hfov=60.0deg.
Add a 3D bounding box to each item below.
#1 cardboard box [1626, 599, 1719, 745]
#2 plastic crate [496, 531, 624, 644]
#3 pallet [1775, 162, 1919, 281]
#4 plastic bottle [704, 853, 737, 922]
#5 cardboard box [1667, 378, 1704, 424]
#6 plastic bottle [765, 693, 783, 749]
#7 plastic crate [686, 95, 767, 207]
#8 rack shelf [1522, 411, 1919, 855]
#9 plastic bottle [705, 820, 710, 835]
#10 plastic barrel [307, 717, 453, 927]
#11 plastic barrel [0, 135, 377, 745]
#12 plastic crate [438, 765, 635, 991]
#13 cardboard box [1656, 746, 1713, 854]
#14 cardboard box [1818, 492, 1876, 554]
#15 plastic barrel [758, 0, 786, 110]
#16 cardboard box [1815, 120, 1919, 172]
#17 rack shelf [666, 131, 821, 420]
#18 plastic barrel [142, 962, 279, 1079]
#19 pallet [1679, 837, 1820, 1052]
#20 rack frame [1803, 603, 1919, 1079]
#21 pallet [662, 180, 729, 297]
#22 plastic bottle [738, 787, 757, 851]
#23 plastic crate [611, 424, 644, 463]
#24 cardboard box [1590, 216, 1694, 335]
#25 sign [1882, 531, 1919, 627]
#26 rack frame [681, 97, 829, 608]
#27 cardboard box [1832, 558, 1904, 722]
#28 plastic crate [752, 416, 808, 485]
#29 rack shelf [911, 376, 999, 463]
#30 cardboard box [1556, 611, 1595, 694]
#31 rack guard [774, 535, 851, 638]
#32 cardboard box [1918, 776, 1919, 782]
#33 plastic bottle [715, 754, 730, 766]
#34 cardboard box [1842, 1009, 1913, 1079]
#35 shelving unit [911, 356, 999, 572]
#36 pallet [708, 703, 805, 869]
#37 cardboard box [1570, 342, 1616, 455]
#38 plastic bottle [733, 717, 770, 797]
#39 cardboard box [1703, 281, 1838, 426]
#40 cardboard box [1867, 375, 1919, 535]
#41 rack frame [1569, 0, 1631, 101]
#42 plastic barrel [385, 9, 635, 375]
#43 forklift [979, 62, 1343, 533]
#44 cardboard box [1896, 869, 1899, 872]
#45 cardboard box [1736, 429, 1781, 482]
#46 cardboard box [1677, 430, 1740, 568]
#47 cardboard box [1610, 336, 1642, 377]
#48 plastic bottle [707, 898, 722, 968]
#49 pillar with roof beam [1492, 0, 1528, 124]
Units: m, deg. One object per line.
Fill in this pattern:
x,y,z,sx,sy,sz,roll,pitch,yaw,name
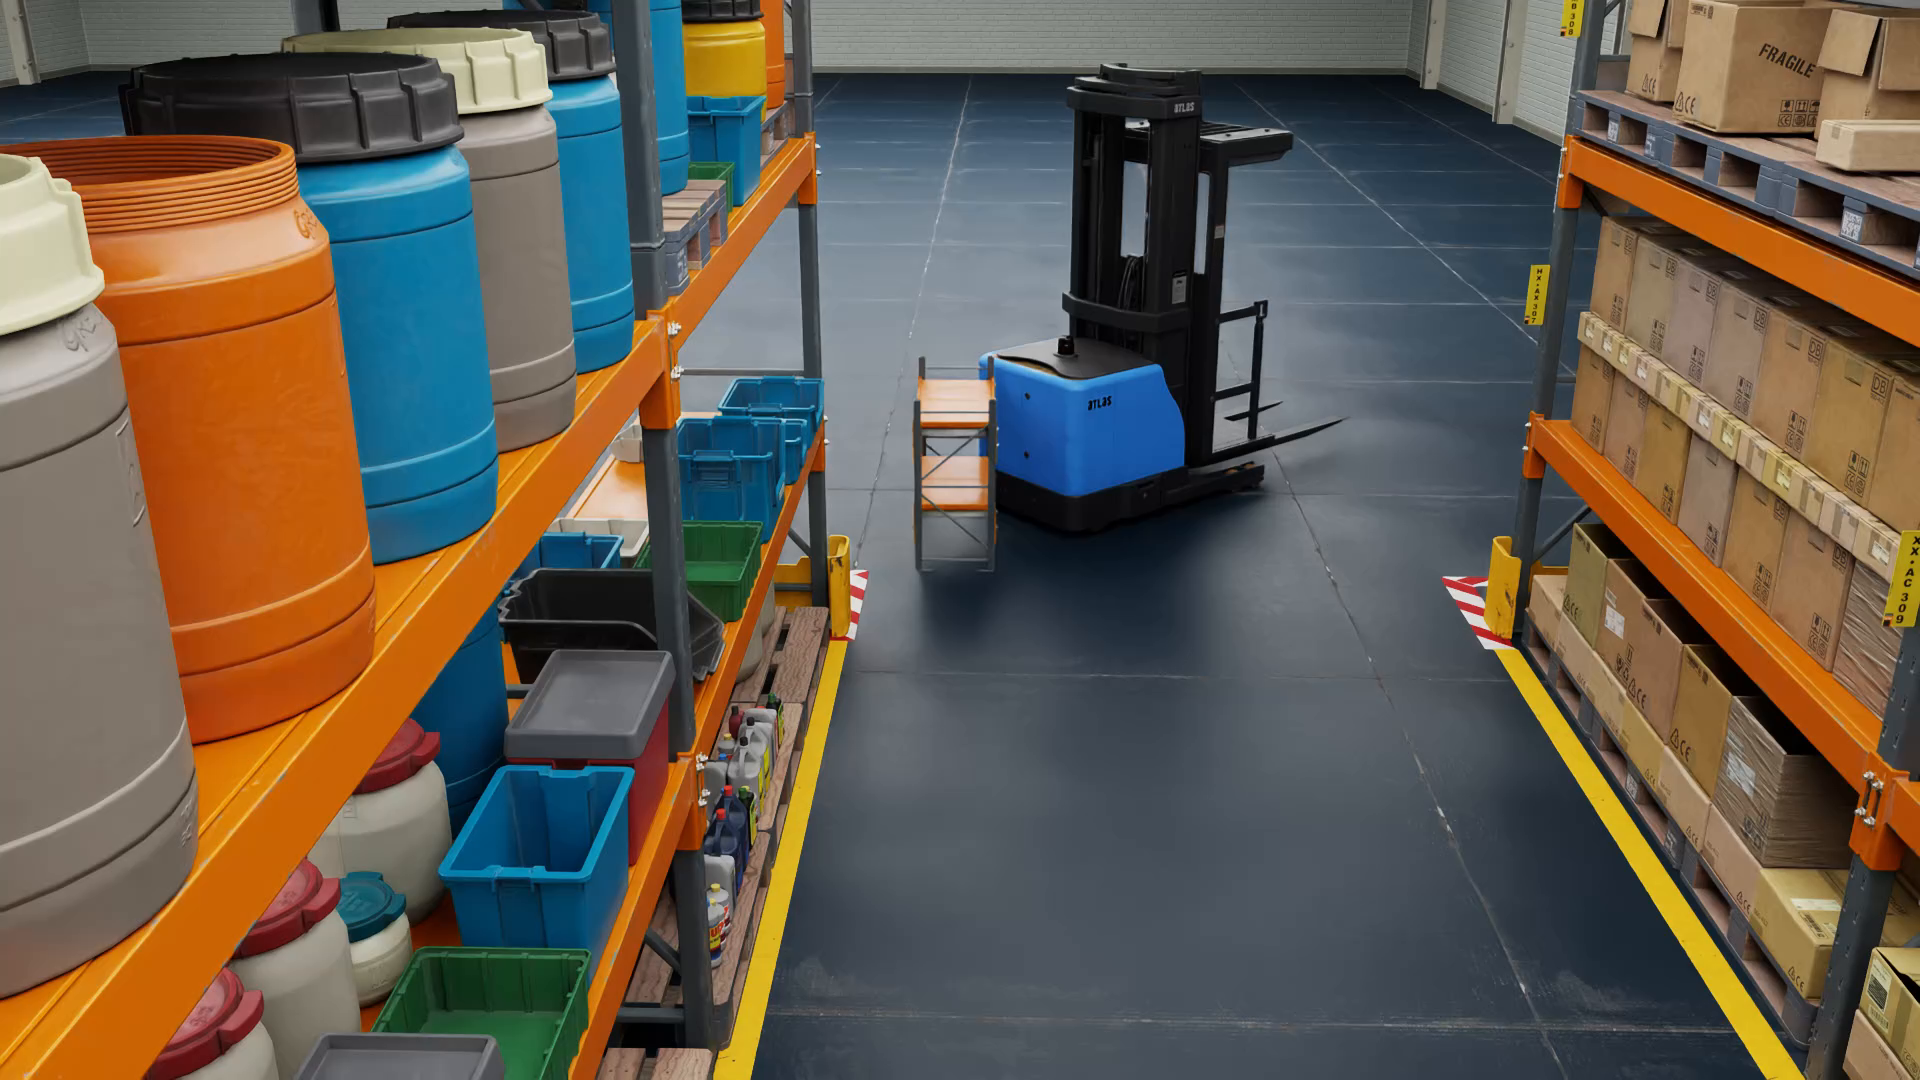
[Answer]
3.387,0.594,7.535,0.500,0.500,0.500,1,21,2,cardboard box
-1.636,0.180,6.623,0.499,0.251,0.616,1,21,2,plastic crate
3.553,-1.096,5.682,1.003,0.211,1.213,1,21,2,pallet
-0.968,1.351,6.557,0.152,0.276,0.135,1,21,4,plastic bottle
3.410,-0.620,7.445,0.380,0.149,0.250,0,21,1,cardboard box
-0.880,0.840,7.863,0.061,0.283,0.133,1,21,3,plastic bottle
-1.034,-1.630,6.959,0.392,0.384,0.575,1,21,2,plastic crate
3.614,0.182,7.407,1.077,0.370,4.000,1,21,2,rack shelf
-1.075,1.240,6.850,0.097,0.271,0.097,0,21,0,plastic bottle
-1.647,0.794,4.647,0.433,0.535,0.433,0,21,0,plastic barrel
-1.258,-0.169,2.578,0.600,0.830,0.708,1,21,2,plastic barrel
-1.121,0.924,4.523,0.392,0.384,0.575,1,21,2,plastic crate
3.374,1.124,7.205,0.500,0.250,0.500,1,21,2,cardboard box
3.362,-0.064,6.012,0.380,0.149,0.250,0,21,0,cardboard box
-1.164,-2.549,8.132,0.600,0.830,0.708,1,21,2,plastic barrel
3.316,-1.411,5.946,0.380,0.149,0.250,1,21,2,cardboard box
-1.337,-1.272,7.008,1.077,0.370,4.000,1,21,2,rack shelf
-1.682,1.216,3.560,0.433,0.535,0.433,0,21,0,plastic barrel
3.619,1.583,6.657,1.003,0.211,1.213,1,21,2,pallet
3.553,0.570,5.413,1.000,3.000,0.127,1,21,2,rack frame
-1.474,-1.058,5.724,1.213,0.211,1.003,1,21,2,pallet
-0.906,1.161,7.038,0.061,0.283,0.133,2,21,4,plastic bottle
-1.625,-0.489,8.507,0.298,0.136,0.250,1,21,2,plastic crate
3.646,-1.340,8.404,0.700,0.500,0.500,1,21,2,cardboard box
2.998,0.124,5.257,0.100,0.325,0.005,1,21,2,sign
-1.277,-0.932,9.284,1.000,3.000,0.127,1,21,2,rack frame
3.560,0.363,5.809,0.700,0.500,0.500,0,21,0,cardboard box
-1.018,-0.444,8.232,0.499,0.251,0.408,1,21,2,plastic crate
-0.028,-0.784,10.684,0.538,0.278,1.000,0,21,0,rack shelf
3.424,0.582,8.603,0.500,0.250,0.500,1,21,2,cardboard box
-1.232,0.261,9.665,1.175,0.500,0.348,1,21,2,rack guard
3.887,0.961,6.588,0.500,0.500,0.500,1,21,2,cardboard box
-1.057,1.052,7.432,0.097,0.201,0.097,0,21,0,plastic bottle
3.293,1.799,5.466,0.500,0.250,0.500,0,21,0,cardboard box
-0.028,-0.511,10.790,0.538,1.125,1.048,0,21,0,shelving unit
-1.302,1.130,7.826,1.003,0.211,1.213,1,21,2,pallet
3.647,-0.754,8.688,0.700,0.500,0.500,1,21,2,cardboard box
-0.935,0.968,7.442,0.144,0.351,0.185,2,21,4,plastic bottle
3.606,-0.786,6.977,0.700,0.500,0.500,1,21,2,cardboard box
3.560,-0.242,5.574,0.700,0.500,0.500,1,21,2,cardboard box
3.674,-3.673,8.055,1.000,3.000,0.127,1,21,2,rack frame
-1.197,-0.932,4.444,0.600,0.901,0.708,1,21,2,plastic barrel
1.572,-1.836,11.708,3.031,2.935,1.130,-17,27,-36,forklift
3.890,1.311,6.724,0.500,0.250,0.500,1,21,2,cardboard box
3.387,-0.339,6.720,0.380,0.149,0.250,1,21,3,cardboard box
3.603,-0.194,7.245,0.700,0.500,0.500,1,21,3,cardboard box
3.433,-0.900,8.167,0.380,0.149,0.250,1,21,2,cardboard box
-0.950,1.471,6.256,0.097,0.271,0.097,0,21,0,plastic bottle
5.896,-12.082,29.728,9.100,9.000,0.400,1,21,2,pillar with roof beam
